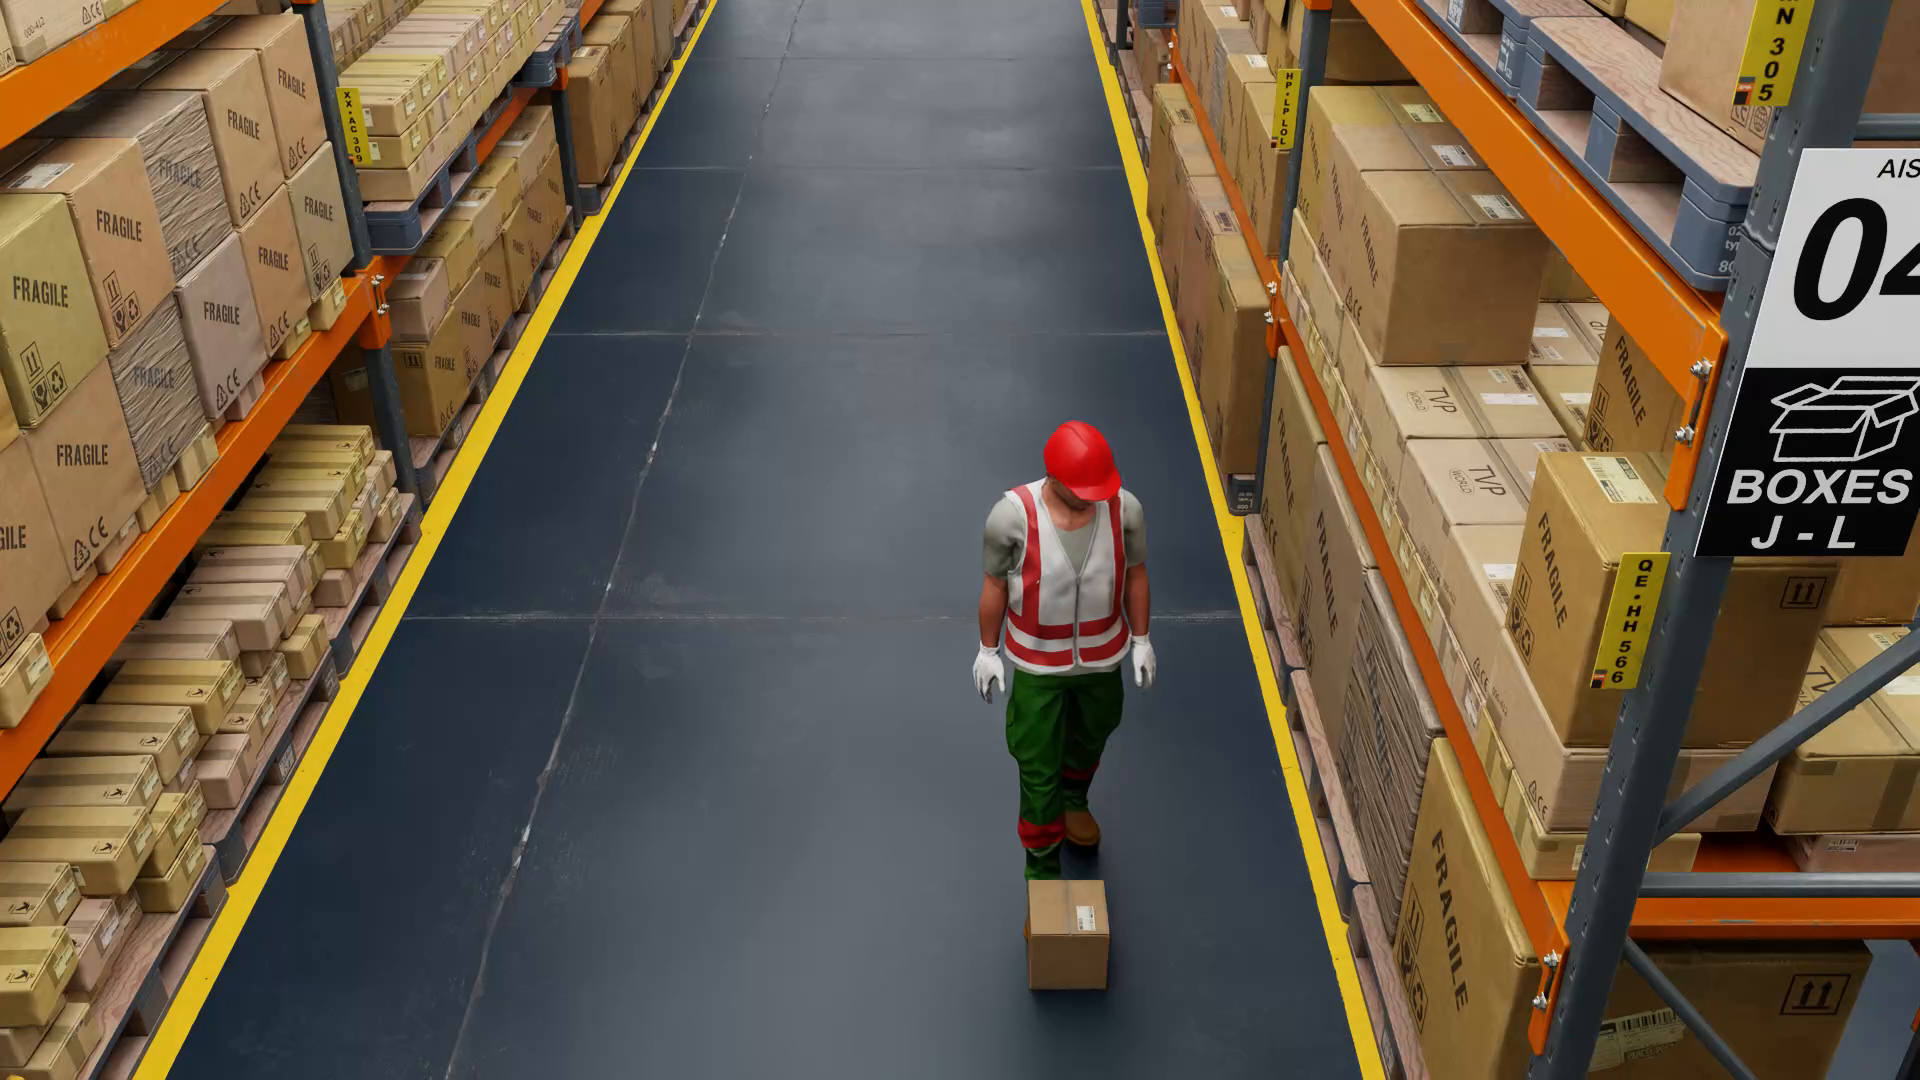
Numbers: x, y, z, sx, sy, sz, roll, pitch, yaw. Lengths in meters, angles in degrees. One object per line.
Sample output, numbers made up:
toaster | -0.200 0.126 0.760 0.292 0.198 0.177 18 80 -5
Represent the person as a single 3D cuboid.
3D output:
person | 3.649 -2.409 10.077 9.046 1.764 10.338 -5 32 -9
